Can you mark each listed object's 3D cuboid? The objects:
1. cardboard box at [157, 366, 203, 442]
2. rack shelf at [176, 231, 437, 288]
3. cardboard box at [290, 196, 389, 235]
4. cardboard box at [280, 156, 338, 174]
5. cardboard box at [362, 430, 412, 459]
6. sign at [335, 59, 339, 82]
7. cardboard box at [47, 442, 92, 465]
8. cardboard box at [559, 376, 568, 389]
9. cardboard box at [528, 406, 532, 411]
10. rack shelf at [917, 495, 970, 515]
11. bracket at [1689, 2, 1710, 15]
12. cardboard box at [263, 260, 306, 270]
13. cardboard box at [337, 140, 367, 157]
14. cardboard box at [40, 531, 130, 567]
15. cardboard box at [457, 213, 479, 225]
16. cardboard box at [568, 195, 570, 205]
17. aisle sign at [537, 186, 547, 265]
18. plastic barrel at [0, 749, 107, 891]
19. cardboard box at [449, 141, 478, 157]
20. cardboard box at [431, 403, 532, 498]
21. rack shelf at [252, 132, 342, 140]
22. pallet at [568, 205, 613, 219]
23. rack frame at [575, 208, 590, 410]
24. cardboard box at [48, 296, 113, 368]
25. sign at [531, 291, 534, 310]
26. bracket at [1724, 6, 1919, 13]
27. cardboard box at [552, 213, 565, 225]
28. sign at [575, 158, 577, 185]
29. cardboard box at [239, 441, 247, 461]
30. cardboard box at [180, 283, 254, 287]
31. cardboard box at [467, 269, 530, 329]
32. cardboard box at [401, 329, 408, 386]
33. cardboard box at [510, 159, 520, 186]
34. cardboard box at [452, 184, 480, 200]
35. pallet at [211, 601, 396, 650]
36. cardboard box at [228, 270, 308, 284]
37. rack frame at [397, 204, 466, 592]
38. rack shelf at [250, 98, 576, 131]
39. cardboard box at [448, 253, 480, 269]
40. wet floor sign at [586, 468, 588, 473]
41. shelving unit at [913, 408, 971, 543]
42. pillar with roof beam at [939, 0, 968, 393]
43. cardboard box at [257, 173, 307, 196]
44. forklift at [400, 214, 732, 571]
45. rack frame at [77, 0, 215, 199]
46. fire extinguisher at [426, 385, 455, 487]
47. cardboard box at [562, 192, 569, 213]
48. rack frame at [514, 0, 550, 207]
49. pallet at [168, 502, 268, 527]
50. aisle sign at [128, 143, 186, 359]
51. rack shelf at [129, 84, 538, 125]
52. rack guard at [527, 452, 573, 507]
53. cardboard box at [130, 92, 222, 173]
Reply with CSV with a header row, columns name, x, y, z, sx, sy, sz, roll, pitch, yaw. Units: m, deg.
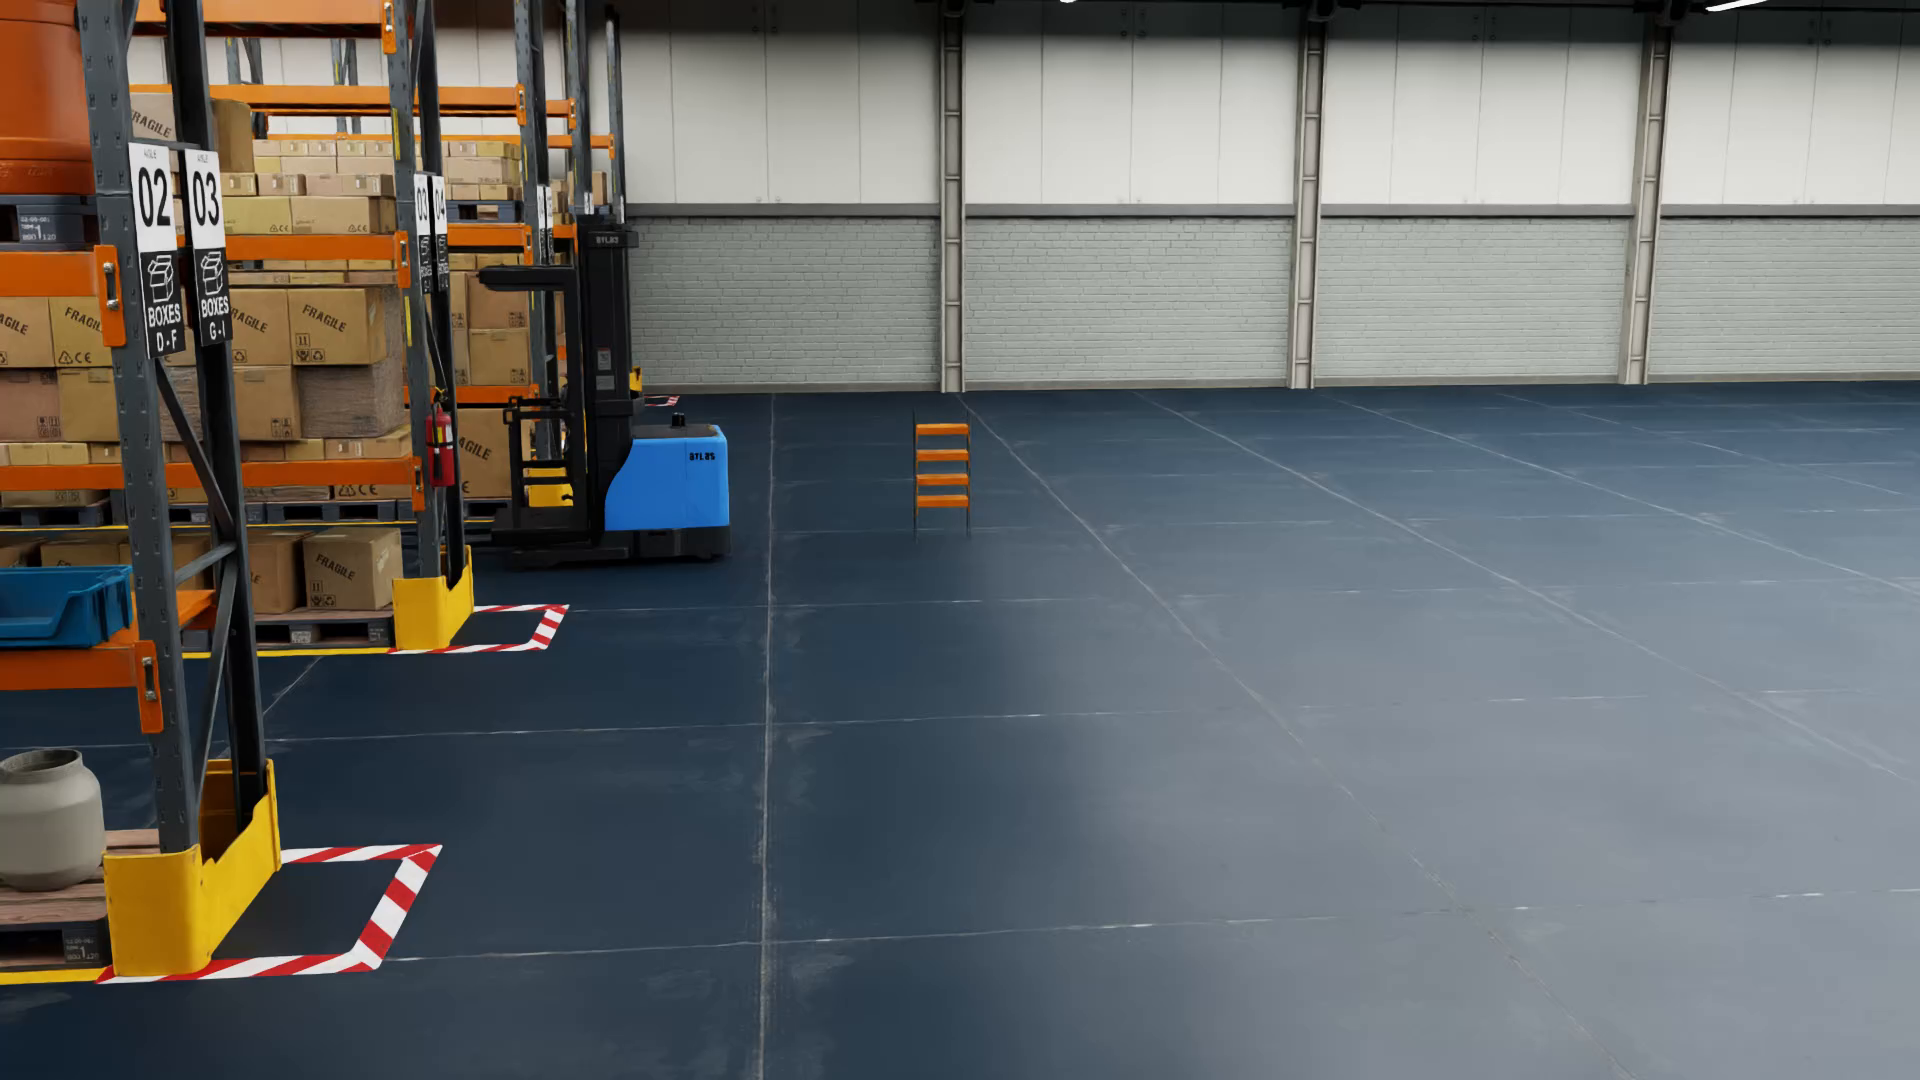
name,x,y,z,sx,sy,sz,roll,pitch,yaw
cardboard box,-5.229,-0.984,11.450,0.500,0.500,0.875,-1,11,-6
rack shelf,-5.682,-1.908,11.269,4.000,0.370,1.077,-1,11,-6
cardboard box,-4.145,-2.170,11.127,0.500,0.250,0.500,-1,11,-5
cardboard box,-6.083,-3.489,15.714,0.500,0.250,0.500,-1,11,-6
cardboard box,-3.954,-0.662,11.494,0.250,0.149,0.380,-1,11,-6
sign,-9.209,-6.937,24.581,0.005,0.325,0.100,-1,11,-6
cardboard box,-5.934,-0.605,11.203,0.250,0.149,0.380,-1,11,-6
cardboard box,-6.232,-2.461,26.033,0.500,0.250,0.500,-1,11,-6
cardboard box,-5.532,-1.890,21.181,0.500,0.500,0.500,-1,11,-6
rack shelf,-0.165,-0.324,15.168,0.480,0.148,0.258,-1,11,-6
bracket,12.253,-8.867,27.694,0.430,0.232,0.235,-1,11,-6
cardboard box,-8.279,-3.301,20.645,0.500,0.500,0.700,-1,11,-7
cardboard box,-5.691,-3.681,15.657,0.250,0.149,0.380,-1,11,-7
cardboard box,-6.091,0.231,11.692,0.500,0.500,0.500,-2,11,-11
cardboard box,-6.101,-4.002,20.704,0.250,0.149,0.380,-1,11,-7
cardboard box,-6.094,-5.211,25.510,0.250,0.149,0.380,-2,11,-8
aisle sign,-4.026,-3.004,16.014,0.004,0.787,0.394,-1,11,-6
plastic barrel,-3.804,1.162,6.925,0.421,0.512,0.421,0,11,0
cardboard box,-4.675,-3.702,15.766,0.250,0.149,0.380,-1,11,-6
cardboard box,-4.795,-0.921,16.578,0.875,0.875,0.875,-1,11,-6
rack shelf,-11.268,-5.953,25.103,4.000,0.370,1.077,-1,11,-6
pallet,-6.009,-5.102,25.879,1.213,0.211,1.003,-1,11,-6
rack frame,-4.763,-2.731,21.368,0.127,3.000,1.000,-1,11,-6
cardboard box,-5.705,-1.427,11.113,0.500,0.500,0.500,-1,11,-6
sign,-4.084,-2.364,15.885,0.005,0.325,0.100,-1,11,-6
bracket,14.831,-8.921,27.969,4.783,0.066,0.076,-1,11,-6
cardboard box,-5.088,-4.019,20.792,0.250,0.149,0.380,-1,11,-6
sign,-4.723,-4.531,20.450,0.005,0.325,0.100,-1,11,-6
cardboard box,-4.949,-0.643,11.394,0.250,0.149,0.380,-1,11,-6
cardboard box,-5.264,-1.538,11.673,0.500,0.500,0.500,-1,11,-6
cardboard box,-4.502,-2.387,16.430,0.550,0.550,0.875,-1,11,-6
cardboard box,-5.607,-1.838,16.436,0.550,0.550,0.875,-1,11,-6
cardboard box,-4.636,-3.623,16.396,0.500,0.250,0.500,-1,11,-6
cardboard box,-4.673,-3.311,15.843,0.250,0.149,0.380,-1,11,-6
pallet,-4.580,0.549,11.910,1.213,0.211,1.003,-1,11,-6
cardboard box,-6.649,-2.324,16.108,0.550,0.550,0.875,-1,11,-6
rack frame,-3.693,-0.831,11.701,0.127,3.000,1.000,-1,11,-6
rack shelf,-6.752,-5.279,20.647,4.000,0.370,1.077,-1,11,-6
cardboard box,-6.248,-3.325,20.765,0.500,0.500,0.700,-1,11,-7
wet floor sign,-4.313,-1.009,18.712,0.232,0.644,0.267,-3,12,-16
shelving unit,-0.165,-0.585,15.117,0.503,1.200,0.258,-1,11,-6
pillar with roof beam,0.337,-6.085,22.873,0.548,9.000,9.100,-1,11,-6
cardboard box,-4.467,-2.350,11.005,0.250,0.149,0.380,-2,11,-9
forklift,-3.547,-1.289,14.208,3.031,2.935,1.130,-2,11,-12
rack frame,-3.158,-2.825,6.291,0.127,3.000,1.000,-1,11,-6
fire extinguisher,-3.530,-0.707,11.271,0.183,0.674,0.296,-1,11,-6
cardboard box,-5.292,-4.316,21.271,0.500,0.250,0.500,-1,11,-7
rack frame,-4.128,-4.728,15.971,0.127,3.000,1.000,-1,11,-6
pallet,-7.341,-0.334,16.400,1.213,0.211,1.003,-1,11,-6
aisle sign,-3.055,-1.101,6.337,0.004,0.787,0.394,-1,11,-6
rack shelf,-6.117,-4.137,15.867,4.000,0.370,1.077,-1,11,-6
rack guard,-4.105,-0.558,16.794,0.348,0.500,1.175,-1,11,-6
cardboard box,-5.207,-2.662,10.914,0.500,0.500,0.500,-1,11,-6
